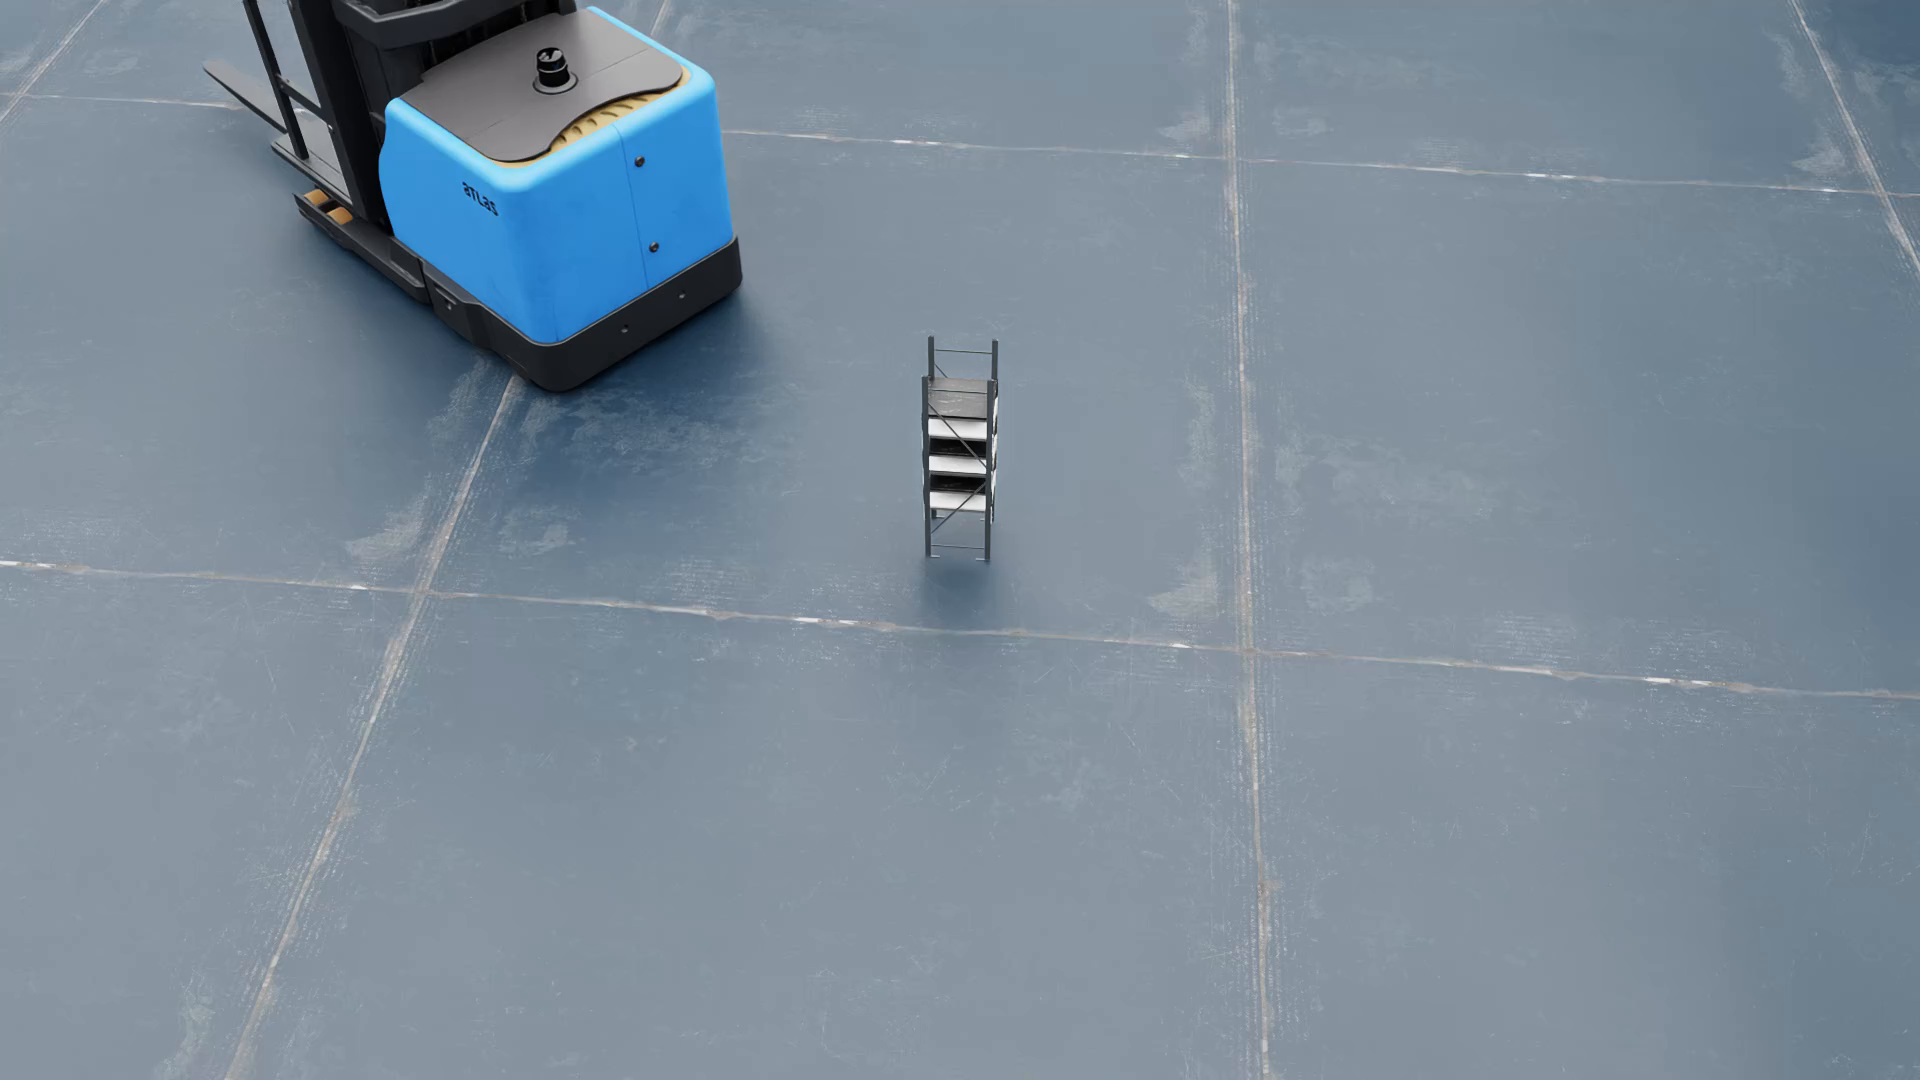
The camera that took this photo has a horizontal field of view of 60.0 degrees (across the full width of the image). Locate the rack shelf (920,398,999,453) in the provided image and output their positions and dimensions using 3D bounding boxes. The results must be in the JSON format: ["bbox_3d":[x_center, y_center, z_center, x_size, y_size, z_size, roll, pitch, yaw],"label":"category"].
[{"bbox_3d":[0.001,-0.409,5.815,0.258,0.077,0.200,4,48,4],"label":"rack shelf"}]

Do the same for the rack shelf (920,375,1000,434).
[{"bbox_3d":[0.001,-0.469,5.749,0.258,0.077,0.200,4,48,4],"label":"rack shelf"}]

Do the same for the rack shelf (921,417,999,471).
[{"bbox_3d":[0.001,-0.348,5.882,0.258,0.077,0.200,4,48,4],"label":"rack shelf"}]

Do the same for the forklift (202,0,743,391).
[{"bbox_3d":[-2.352,-2.560,6.605,3.031,2.935,1.130,35,57,28],"label":"forklift"}]

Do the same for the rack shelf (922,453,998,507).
[{"bbox_3d":[0.001,-0.226,6.014,0.258,0.077,0.200,4,48,4],"label":"rack shelf"}]

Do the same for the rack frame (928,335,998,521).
[{"bbox_3d":[0.010,-0.384,5.992,0.240,0.900,0.006,4,48,4],"label":"rack frame"}]

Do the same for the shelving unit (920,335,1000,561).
[{"bbox_3d":[0.001,-0.310,5.923,0.258,0.900,0.210,4,48,4],"label":"shelving unit"}]

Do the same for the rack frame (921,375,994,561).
[{"bbox_3d":[-0.009,-0.235,5.855,0.240,0.900,0.006,4,48,4],"label":"rack frame"}]

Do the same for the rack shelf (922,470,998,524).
[{"bbox_3d":[0.001,-0.166,6.081,0.258,0.077,0.200,4,48,4],"label":"rack shelf"}]

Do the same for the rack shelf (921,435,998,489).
[{"bbox_3d":[0.001,-0.287,5.948,0.258,0.077,0.200,4,48,4],"label":"rack shelf"}]
